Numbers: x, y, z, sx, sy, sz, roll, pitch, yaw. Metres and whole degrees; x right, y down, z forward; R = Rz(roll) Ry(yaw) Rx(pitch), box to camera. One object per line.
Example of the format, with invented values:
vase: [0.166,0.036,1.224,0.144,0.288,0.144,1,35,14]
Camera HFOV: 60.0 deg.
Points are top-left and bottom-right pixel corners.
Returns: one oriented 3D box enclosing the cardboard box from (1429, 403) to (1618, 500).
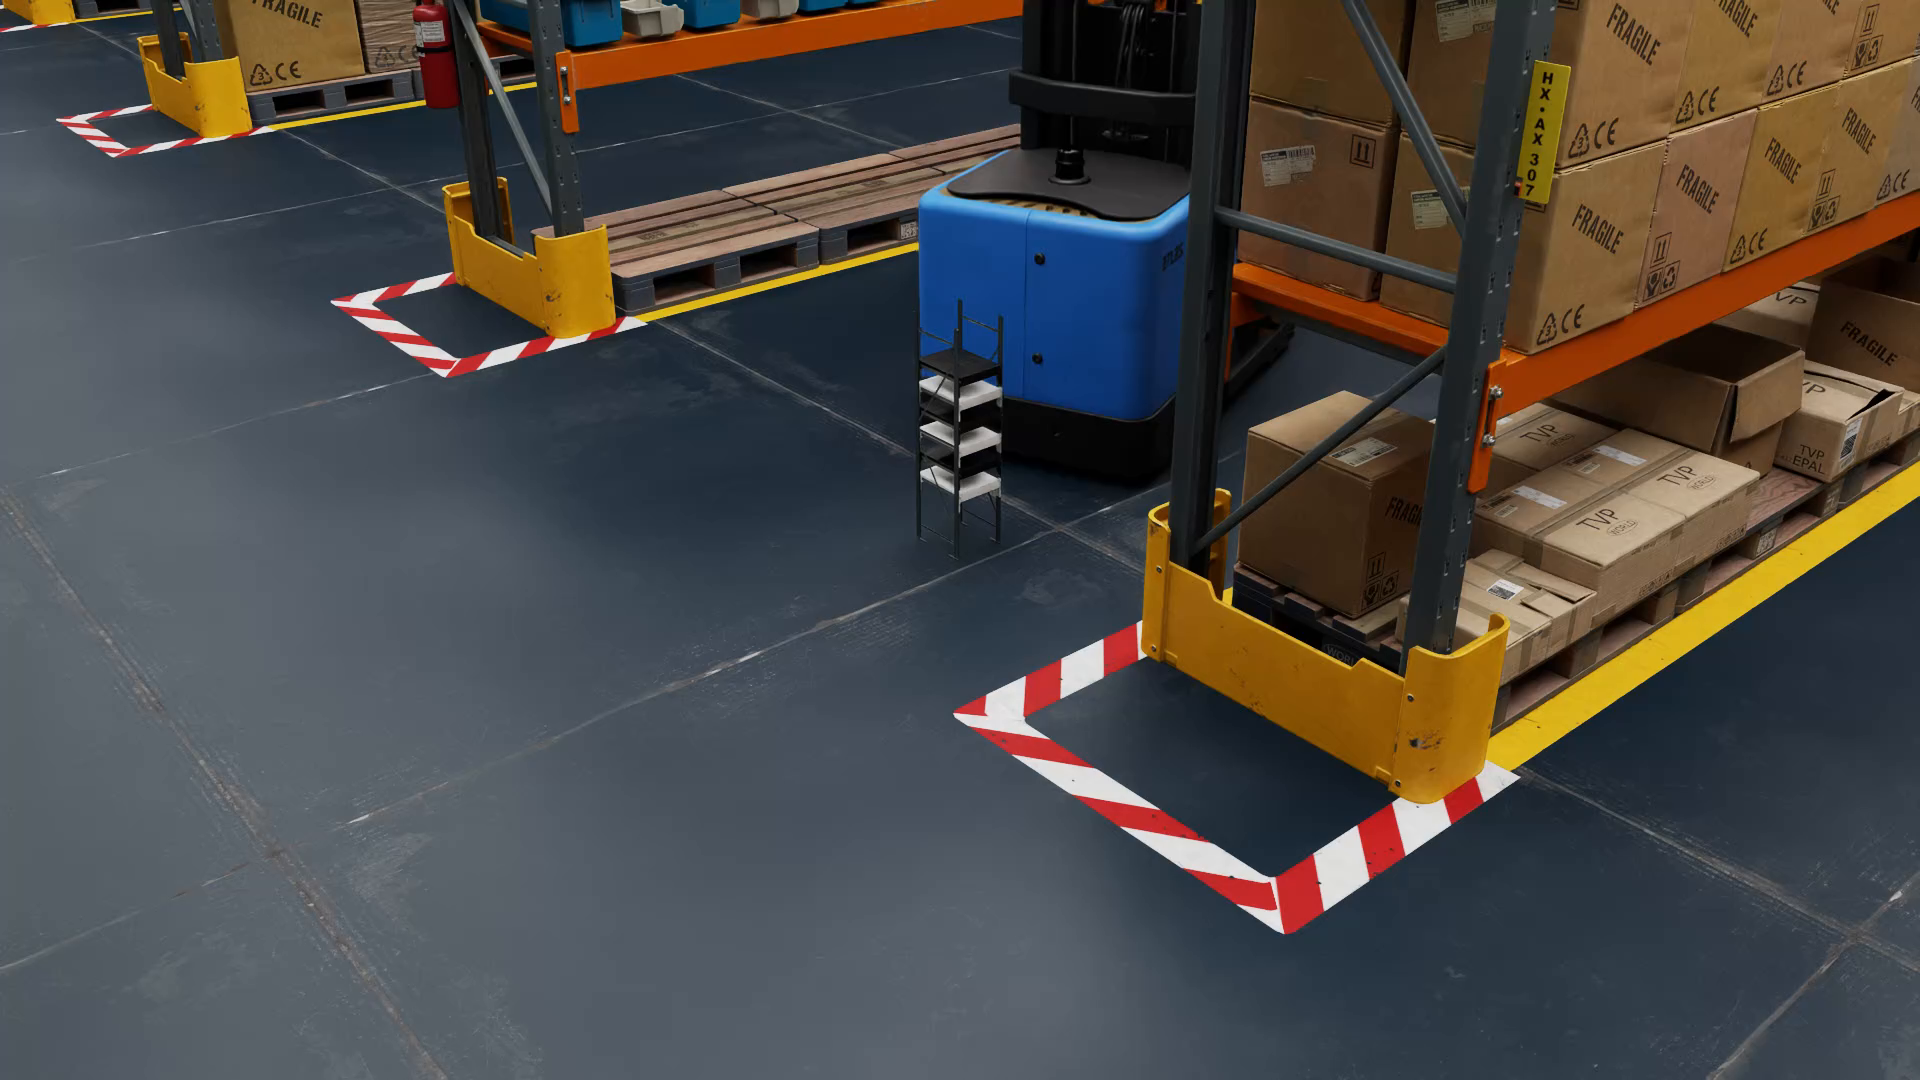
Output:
cardboard box: [2.027,-0.299,6.078,0.500,0.250,0.500,-22,35,-35]

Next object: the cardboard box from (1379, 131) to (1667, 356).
cardboard box: [1.540,-0.869,4.587,0.500,0.500,0.500,-21,35,-34]

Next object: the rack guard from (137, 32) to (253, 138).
rack guard: [-5.414,-3.227,11.757,0.348,0.500,1.175,-22,35,-35]

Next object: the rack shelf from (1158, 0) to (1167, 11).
rack shelf: [2.384,-4.079,11.463,4.000,0.370,1.077,-22,35,-35]

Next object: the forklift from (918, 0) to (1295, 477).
forklift: [0.950,-2.207,7.270,1.130,2.935,3.031,14,31,24]

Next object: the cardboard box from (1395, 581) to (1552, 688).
cardboard box: [1.573,0.275,5.111,0.250,0.149,0.380,-22,35,-35]

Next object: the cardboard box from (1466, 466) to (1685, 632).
cardboard box: [2.009,0.018,5.485,0.500,0.250,0.500,-22,35,-35]

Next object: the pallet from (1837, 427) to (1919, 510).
pallet: [3.551,-0.567,7.088,1.213,0.211,1.003,-22,35,-35]

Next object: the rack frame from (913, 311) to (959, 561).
rack frame: [-0.084,-0.363,5.975,0.006,0.900,0.240,-22,35,-35]

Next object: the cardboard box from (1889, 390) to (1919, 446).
cardboard box: [3.578,-0.531,6.620,0.250,0.149,0.380,-22,35,-35]

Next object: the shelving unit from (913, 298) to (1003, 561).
shelving unit: [-0.006,-0.394,6.033,0.210,0.900,0.258,-22,35,-35]

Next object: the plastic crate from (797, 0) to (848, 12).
plastic crate: [-0.778,-2.873,8.558,0.300,0.233,0.416,-22,35,-35]

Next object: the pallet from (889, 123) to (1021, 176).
pallet: [0.328,-2.316,10.359,1.213,0.211,1.003,-22,35,-35]

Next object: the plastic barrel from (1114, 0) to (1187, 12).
plastic barrel: [1.287,-3.204,10.844,0.708,0.901,0.600,-22,35,-35]

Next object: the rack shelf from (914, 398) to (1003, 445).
rack shelf: [-0.006,-0.444,6.007,0.200,0.077,0.258,-22,35,-35]

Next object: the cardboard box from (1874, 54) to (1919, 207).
cardboard box: [3.080,-1.490,5.750,0.500,0.500,0.500,-21,35,-34]

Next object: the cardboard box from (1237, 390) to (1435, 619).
cardboard box: [1.285,-0.130,5.495,0.500,0.500,0.500,-22,35,-35]

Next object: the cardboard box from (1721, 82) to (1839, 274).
cardboard box: [2.313,-1.181,5.171,0.500,0.500,0.500,-22,35,-35]

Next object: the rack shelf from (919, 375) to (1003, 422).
rack shelf: [-0.006,-0.524,5.964,0.200,0.077,0.258,-22,35,-35]

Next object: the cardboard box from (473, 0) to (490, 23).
cardboard box: [-3.591,-4.360,13.034,0.875,0.875,0.875,-22,35,-35]

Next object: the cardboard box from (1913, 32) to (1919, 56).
cardboard box: [3.086,-1.933,5.517,0.500,0.500,0.500,-22,35,-35]

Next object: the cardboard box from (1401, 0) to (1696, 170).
cardboard box: [1.540,-1.310,4.351,0.500,0.500,0.500,-21,34,-33]

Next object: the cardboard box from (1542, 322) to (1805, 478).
cardboard box: [2.648,-0.523,6.229,0.637,0.503,0.797,-22,35,-35]

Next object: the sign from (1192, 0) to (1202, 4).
sign: [0.686,-1.639,4.570,0.005,0.325,0.100,-22,35,-35]

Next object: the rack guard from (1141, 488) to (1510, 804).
rack guard: [1.089,0.296,5.166,0.348,0.500,1.175,-22,35,-35]

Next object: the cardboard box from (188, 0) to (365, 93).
cardboard box: [-4.961,-3.809,12.004,0.875,0.875,0.875,-22,35,-35]

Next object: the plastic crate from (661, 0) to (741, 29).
plastic crate: [-1.279,-2.672,8.181,0.300,0.233,0.416,-22,35,-35]

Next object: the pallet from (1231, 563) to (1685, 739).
pallet: [1.695,0.179,5.691,1.213,0.211,1.003,-22,35,-35]

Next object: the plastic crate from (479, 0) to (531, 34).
plastic crate: [-2.047,-2.772,8.153,0.499,0.435,0.616,-22,35,-35]

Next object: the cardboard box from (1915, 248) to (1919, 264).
cardboard box: [4.600,-1.159,7.422,0.500,0.500,0.500,-24,36,-37]

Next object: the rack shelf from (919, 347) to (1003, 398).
rack shelf: [-0.006,-0.603,5.922,0.200,0.077,0.258,-22,35,-35]

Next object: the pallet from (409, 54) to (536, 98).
pallet: [-3.911,-3.751,13.044,1.213,0.211,1.003,-22,35,-35]

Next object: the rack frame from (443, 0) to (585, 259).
rack frame: [-2.181,-2.561,7.859,0.127,3.000,1.000,-22,35,-35]

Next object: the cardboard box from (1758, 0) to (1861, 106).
cardboard box: [2.316,-1.624,4.939,0.500,0.500,0.500,-21,35,-34]

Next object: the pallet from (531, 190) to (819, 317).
pallet: [-1.528,-1.569,8.962,1.213,0.211,1.003,-22,35,-35]

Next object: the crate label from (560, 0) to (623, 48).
crate label: [-1.779,-2.471,7.805,0.303,0.233,0.416,-22,35,-35]

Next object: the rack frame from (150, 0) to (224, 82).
rack frame: [-5.396,-4.337,11.182,0.127,3.000,1.000,-22,35,-35]
